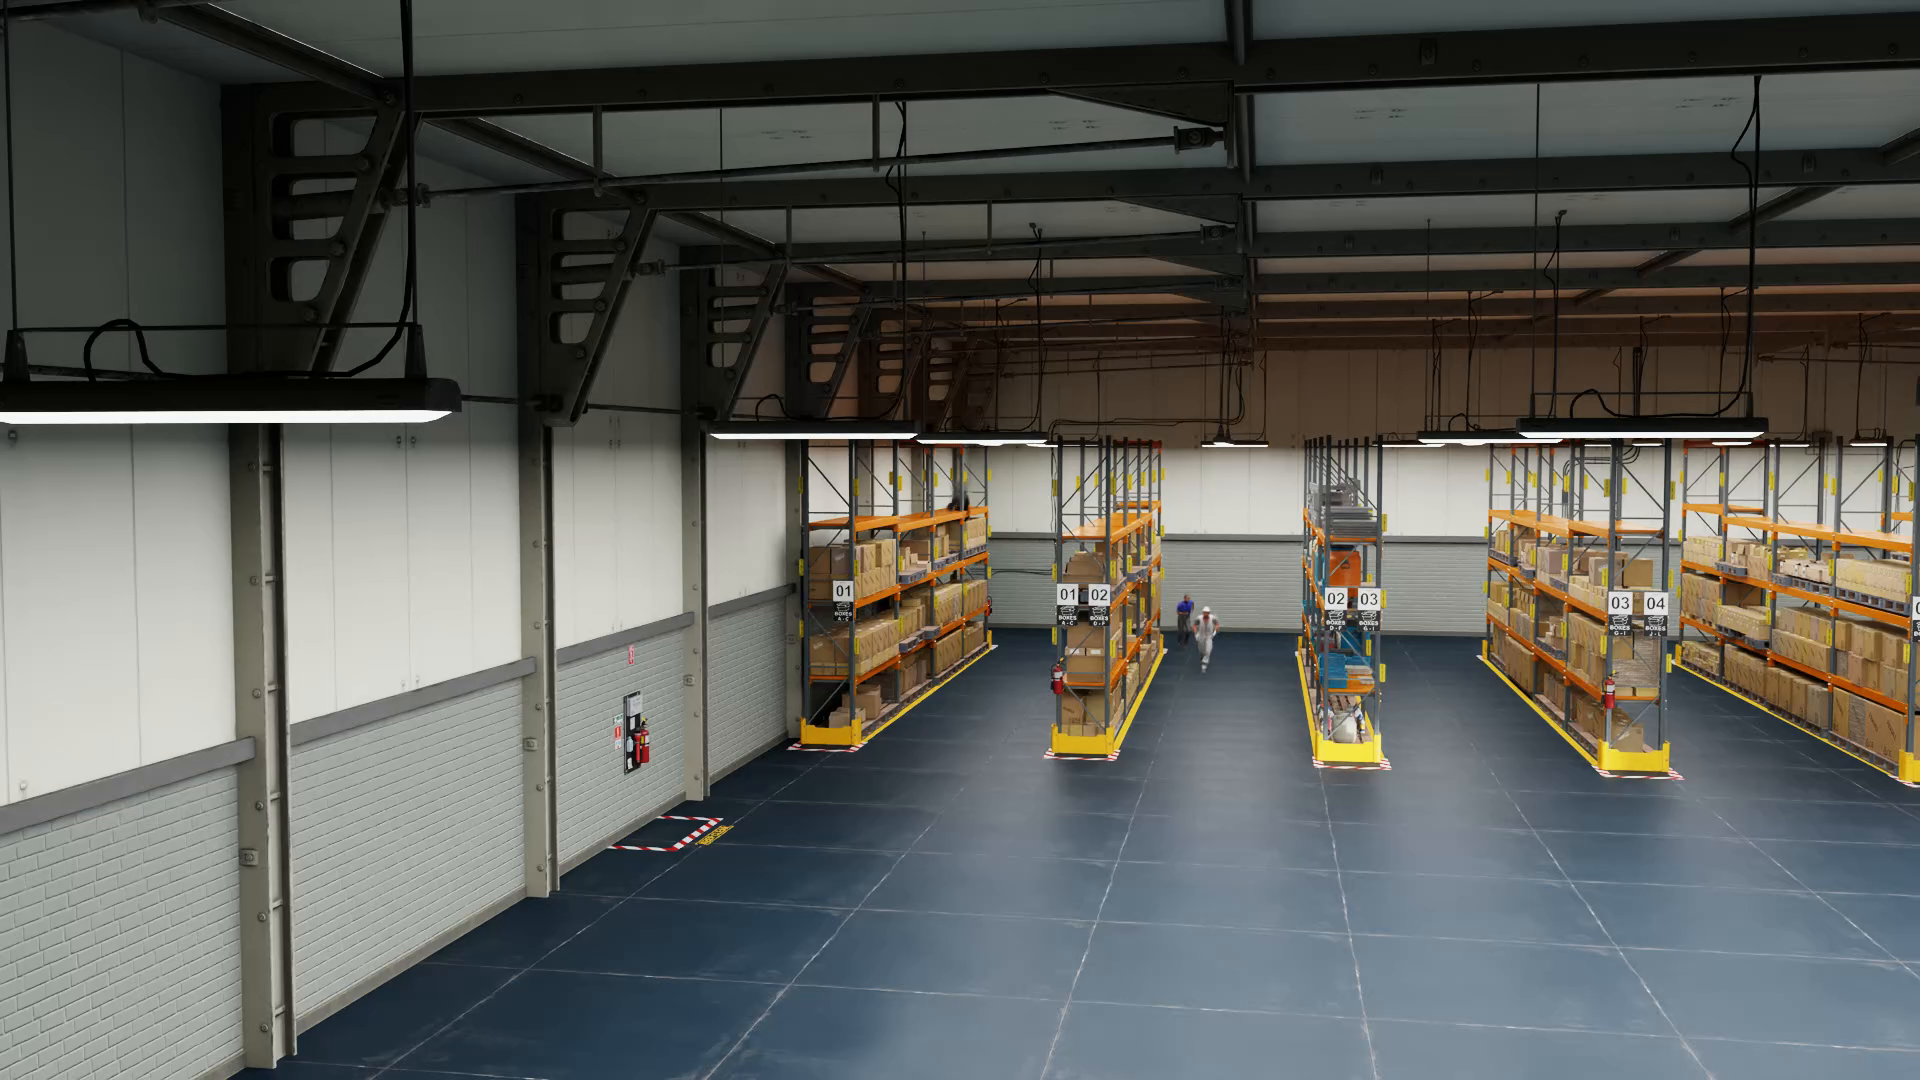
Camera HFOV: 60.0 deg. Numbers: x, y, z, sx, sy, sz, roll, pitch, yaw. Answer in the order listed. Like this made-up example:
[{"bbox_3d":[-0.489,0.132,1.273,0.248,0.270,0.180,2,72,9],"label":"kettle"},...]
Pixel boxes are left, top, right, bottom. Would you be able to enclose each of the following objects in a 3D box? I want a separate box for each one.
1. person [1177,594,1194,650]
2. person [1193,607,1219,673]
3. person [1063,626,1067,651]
[{"bbox_3d":[6.476,2.366,47.932,0.603,1.653,0.904,-1,3,-14],"label":"person"},{"bbox_3d":[6.352,2.560,43.033,0.663,1.729,0.962,0,3,-1],"label":"person"},{"bbox_3d":[3.030,2.606,44.392,0.628,1.427,0.930,2,4,31],"label":"person"}]
